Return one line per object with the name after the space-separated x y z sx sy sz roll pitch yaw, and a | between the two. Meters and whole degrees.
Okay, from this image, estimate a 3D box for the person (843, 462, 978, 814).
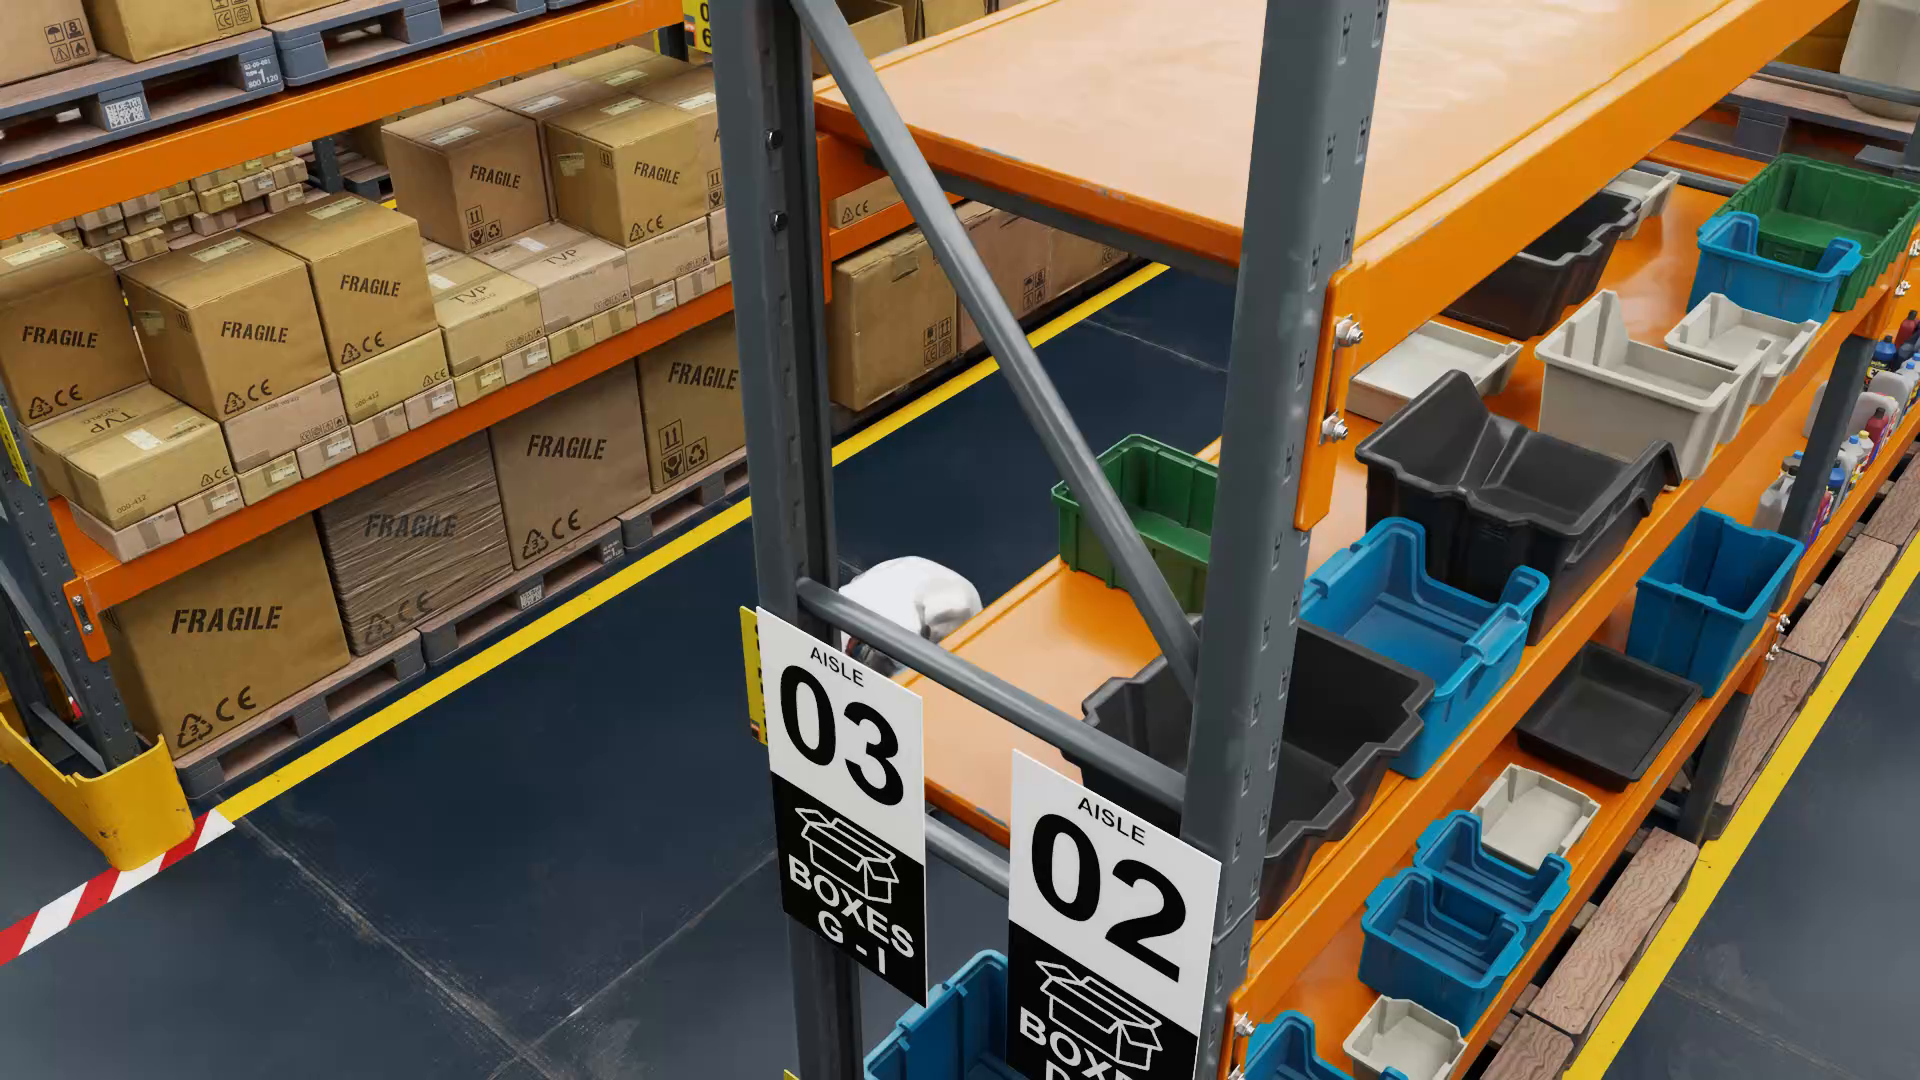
-0.209 0.377 6.719 0.480 1.723 0.604 25 42 31 | person
